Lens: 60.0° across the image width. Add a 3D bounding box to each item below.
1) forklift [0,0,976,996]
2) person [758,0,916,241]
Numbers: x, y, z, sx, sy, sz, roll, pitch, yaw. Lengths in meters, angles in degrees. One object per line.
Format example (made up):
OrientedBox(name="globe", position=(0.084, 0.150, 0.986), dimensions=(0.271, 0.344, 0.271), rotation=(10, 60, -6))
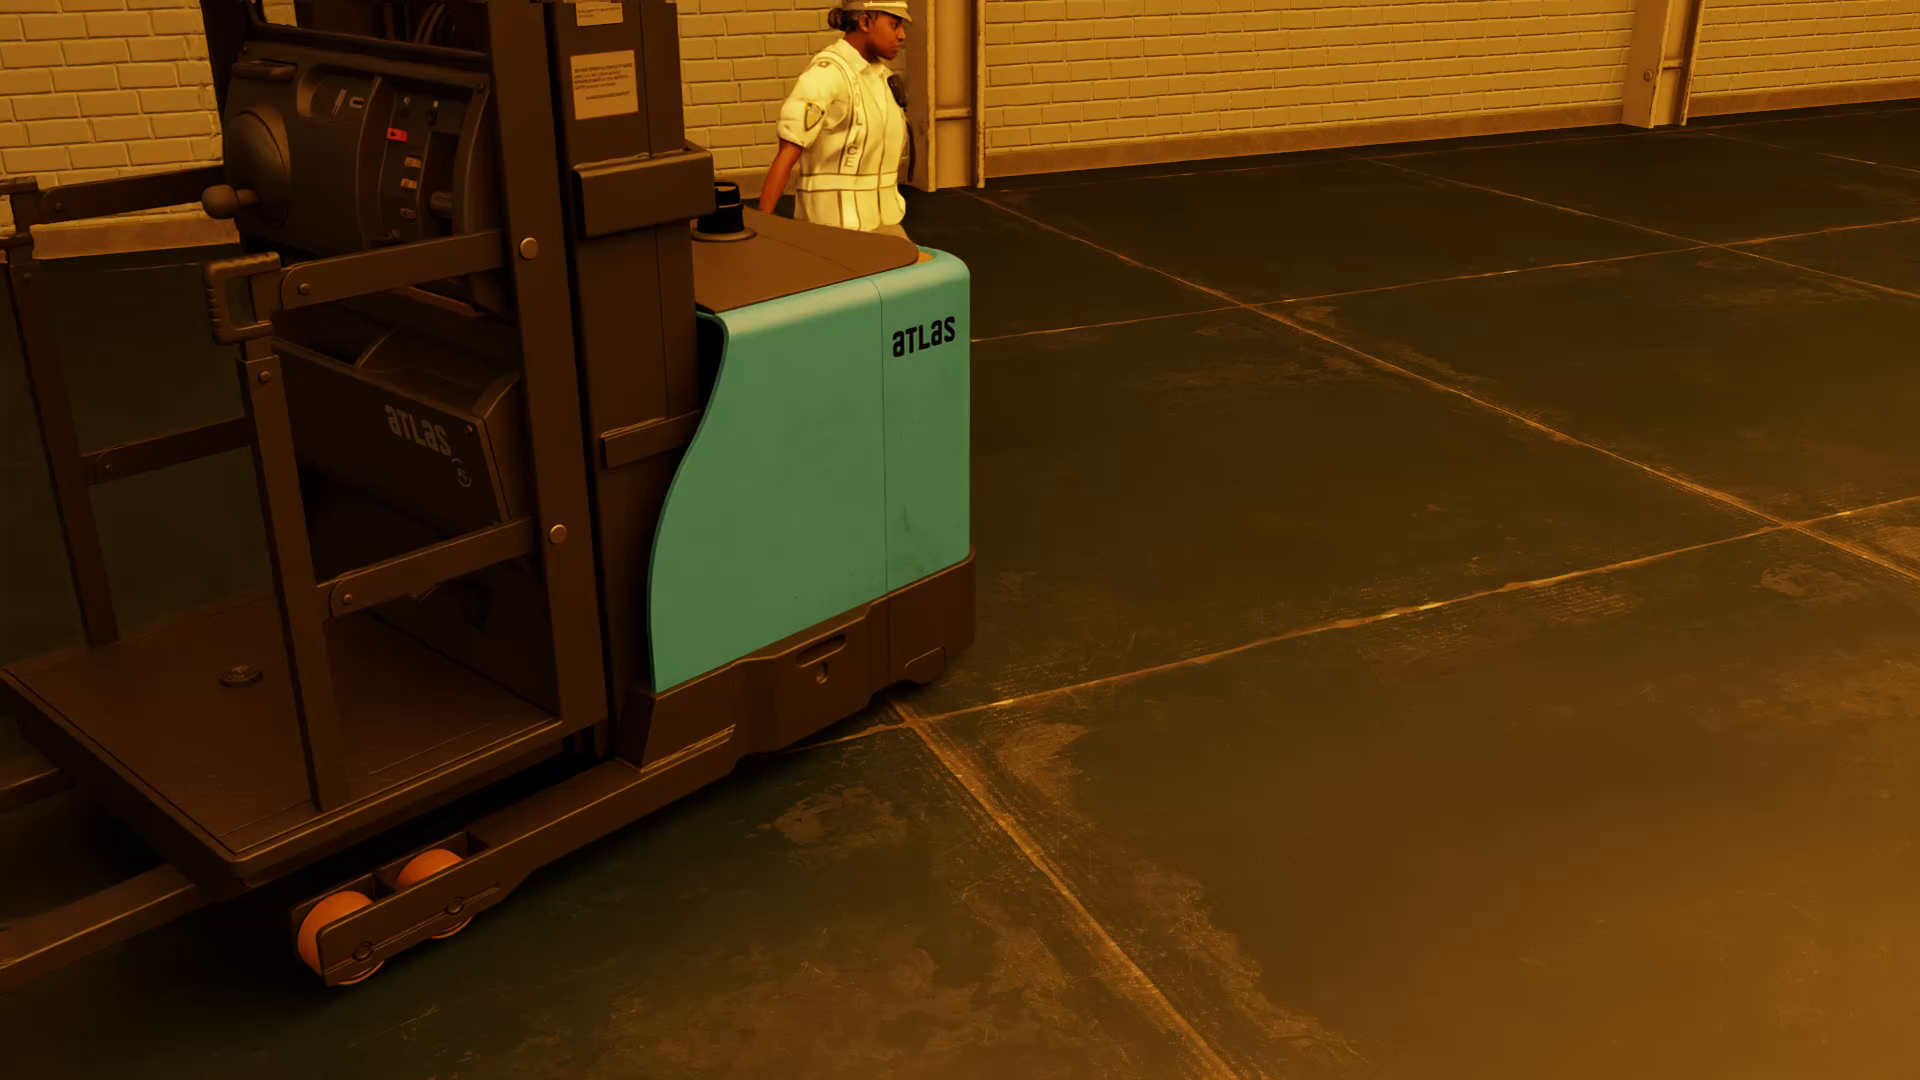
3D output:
OrientedBox(name="forklift", position=(-1.325, -0.744, 3.078), dimensions=(1.130, 2.935, 3.031), rotation=(19, 29, 38))
OrientedBox(name="person", position=(-0.420, -1.007, 5.525), dimensions=(0.464, 1.640, 0.818), rotation=(15, 27, 32))
